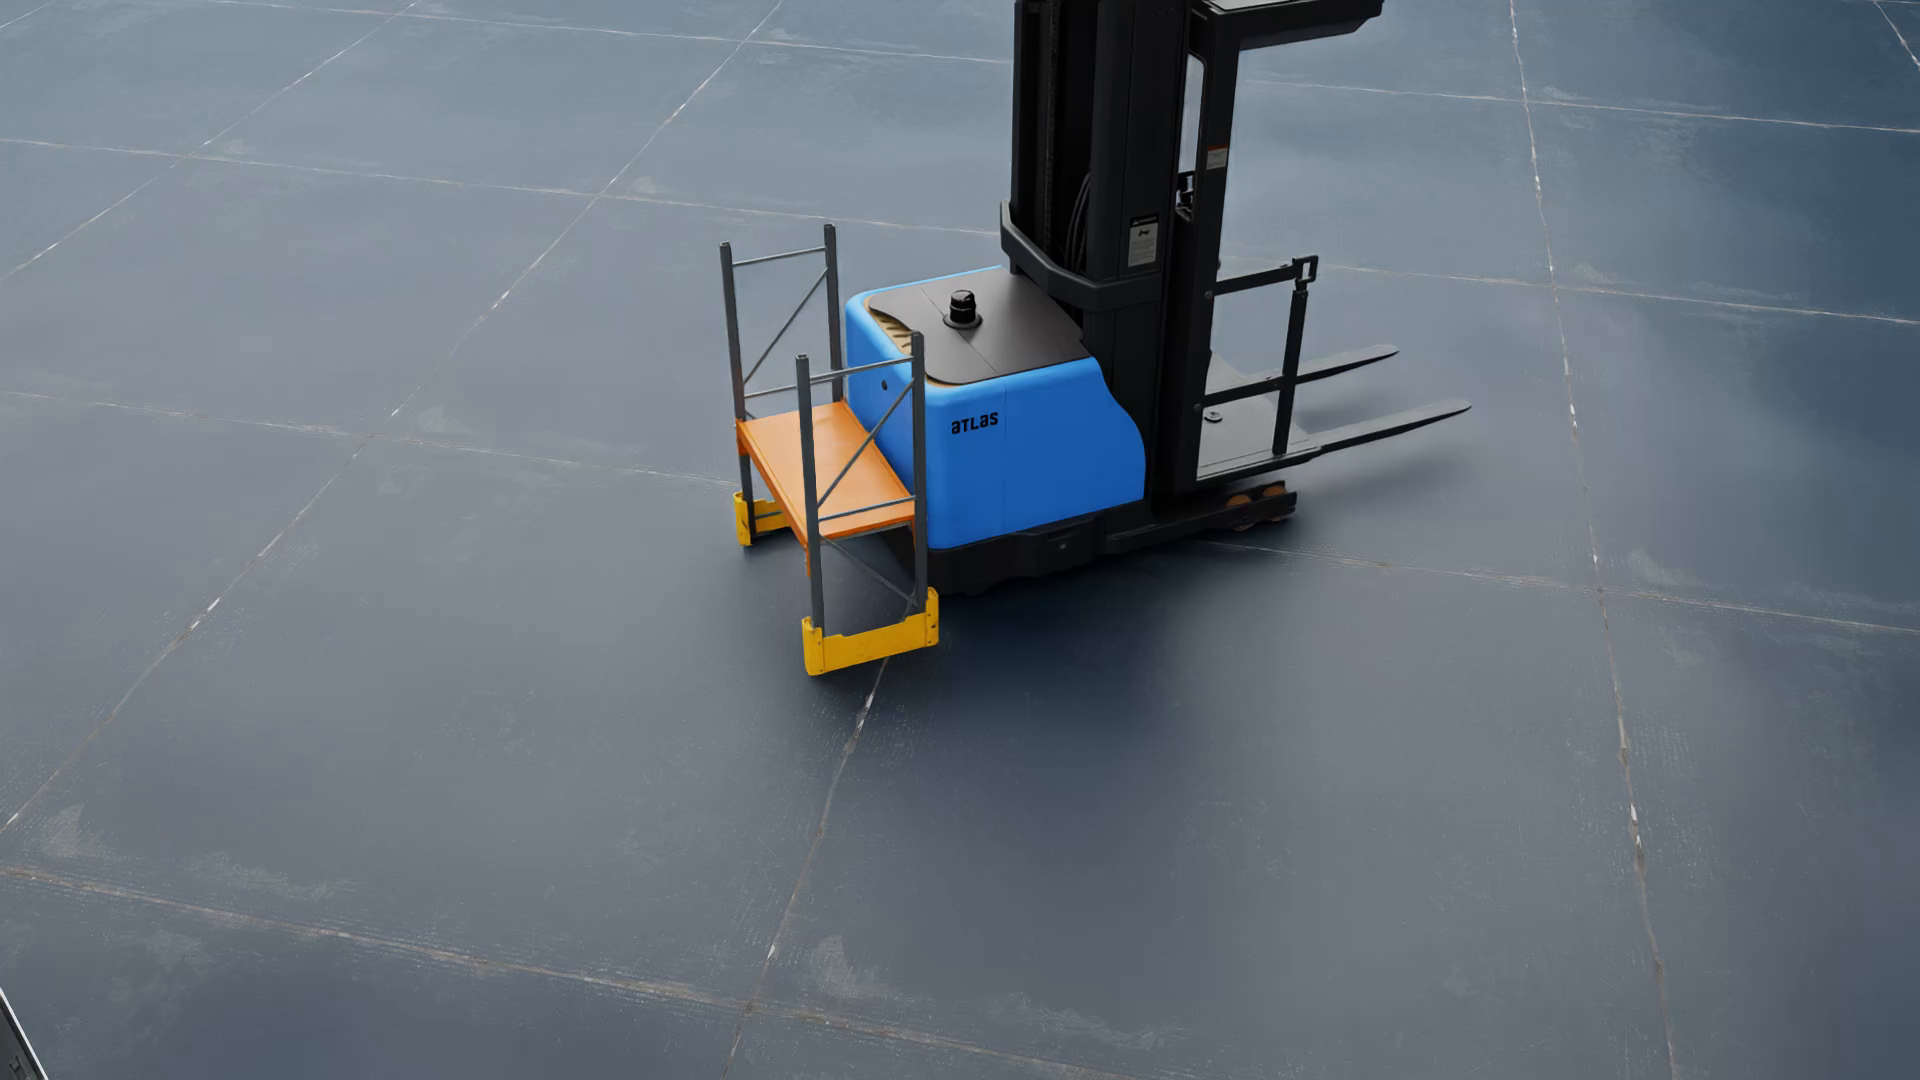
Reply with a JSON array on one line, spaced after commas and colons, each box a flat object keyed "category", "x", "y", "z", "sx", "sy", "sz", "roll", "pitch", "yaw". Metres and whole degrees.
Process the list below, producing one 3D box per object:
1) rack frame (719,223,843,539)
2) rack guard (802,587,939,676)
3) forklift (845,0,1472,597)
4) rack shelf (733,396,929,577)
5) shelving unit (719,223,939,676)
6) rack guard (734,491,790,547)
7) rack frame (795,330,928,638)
[{"category": "rack frame", "x": -0.763, "y": -0.672, "z": 7.399, "sx": 0.500, "sy": 1.500, "sz": 0.032, "roll": -14, "pitch": 38, "yaw": -18}, {"category": "rack guard", "x": -0.373, "y": 0.384, "z": 7.007, "sx": 0.587, "sy": 0.250, "sz": 0.087, "roll": -14, "pitch": 38, "yaw": -18}, {"category": "forklift", "x": 1.036, "y": -1.500, "z": 7.322, "sx": 3.031, "sy": 2.935, "sz": 1.130, "roll": -14, "pitch": 38, "yaw": -19}, {"category": "rack shelf", "x": -0.568, "y": -0.251, "z": 7.125, "sx": 0.538, "sy": 0.185, "sz": 1.000, "roll": -14, "pitch": 38, "yaw": -18}, {"category": "shelving unit", "x": -0.564, "y": -0.392, "z": 7.012, "sx": 0.587, "sy": 1.500, "sz": 1.083, "roll": -14, "pitch": 38, "yaw": -18}, {"category": "rack guard", "x": -0.756, "y": -0.155, "z": 7.751, "sx": 0.587, "sy": 0.250, "sz": 0.087, "roll": -14, "pitch": 38, "yaw": -18}, {"category": "rack frame", "x": -0.372, "y": -0.121, "z": 6.639, "sx": 0.500, "sy": 1.500, "sz": 0.032, "roll": -14, "pitch": 38, "yaw": -18}]
